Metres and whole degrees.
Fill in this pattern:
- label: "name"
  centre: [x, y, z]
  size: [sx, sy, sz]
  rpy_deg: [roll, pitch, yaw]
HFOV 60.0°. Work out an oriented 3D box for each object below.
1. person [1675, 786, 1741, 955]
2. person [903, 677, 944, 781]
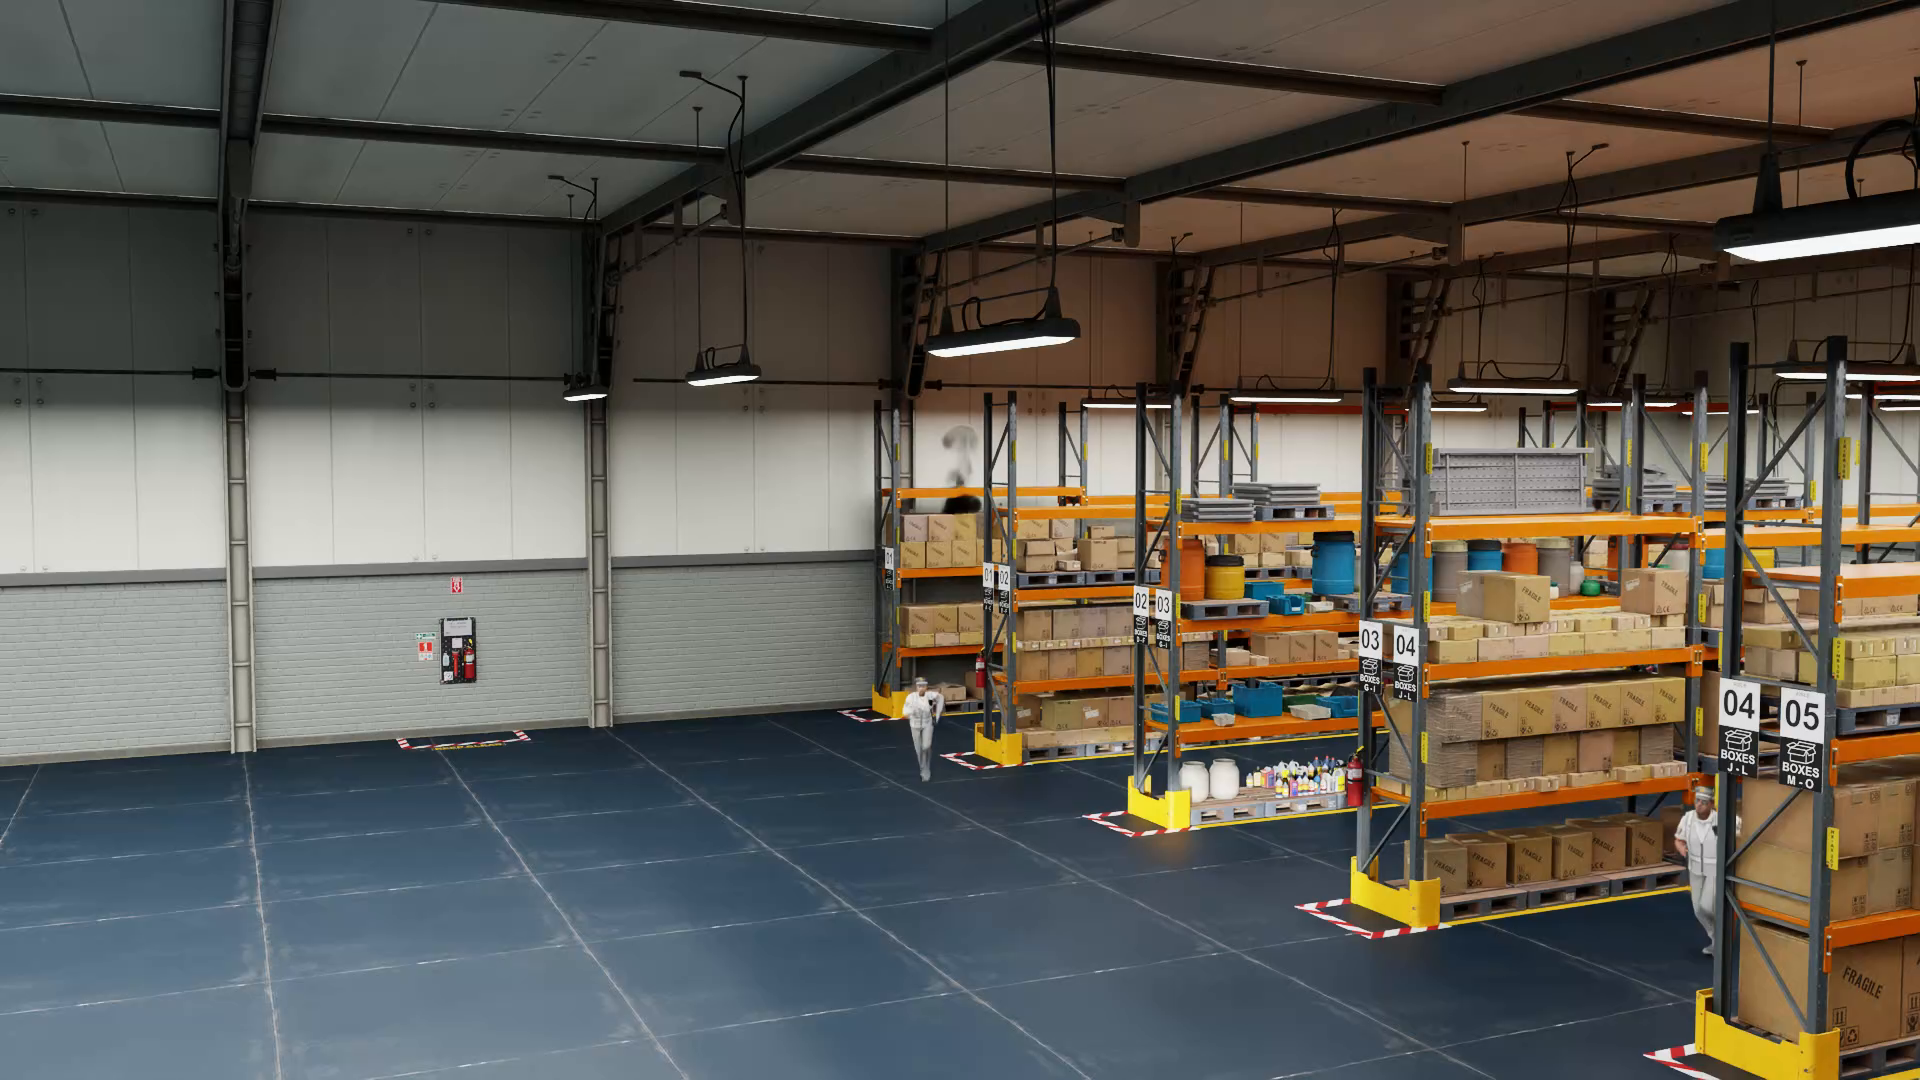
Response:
- label: "person"
  centre: [7.507, 3.327, 16.671]
  size: [0.708, 1.727, 0.708]
  rpy_deg: [-3, 4, -42]
- label: "person"
  centre: [-0.559, 2.854, 25.313]
  size: [0.592, 1.612, 0.849]
  rpy_deg: [0, 3, 5]
